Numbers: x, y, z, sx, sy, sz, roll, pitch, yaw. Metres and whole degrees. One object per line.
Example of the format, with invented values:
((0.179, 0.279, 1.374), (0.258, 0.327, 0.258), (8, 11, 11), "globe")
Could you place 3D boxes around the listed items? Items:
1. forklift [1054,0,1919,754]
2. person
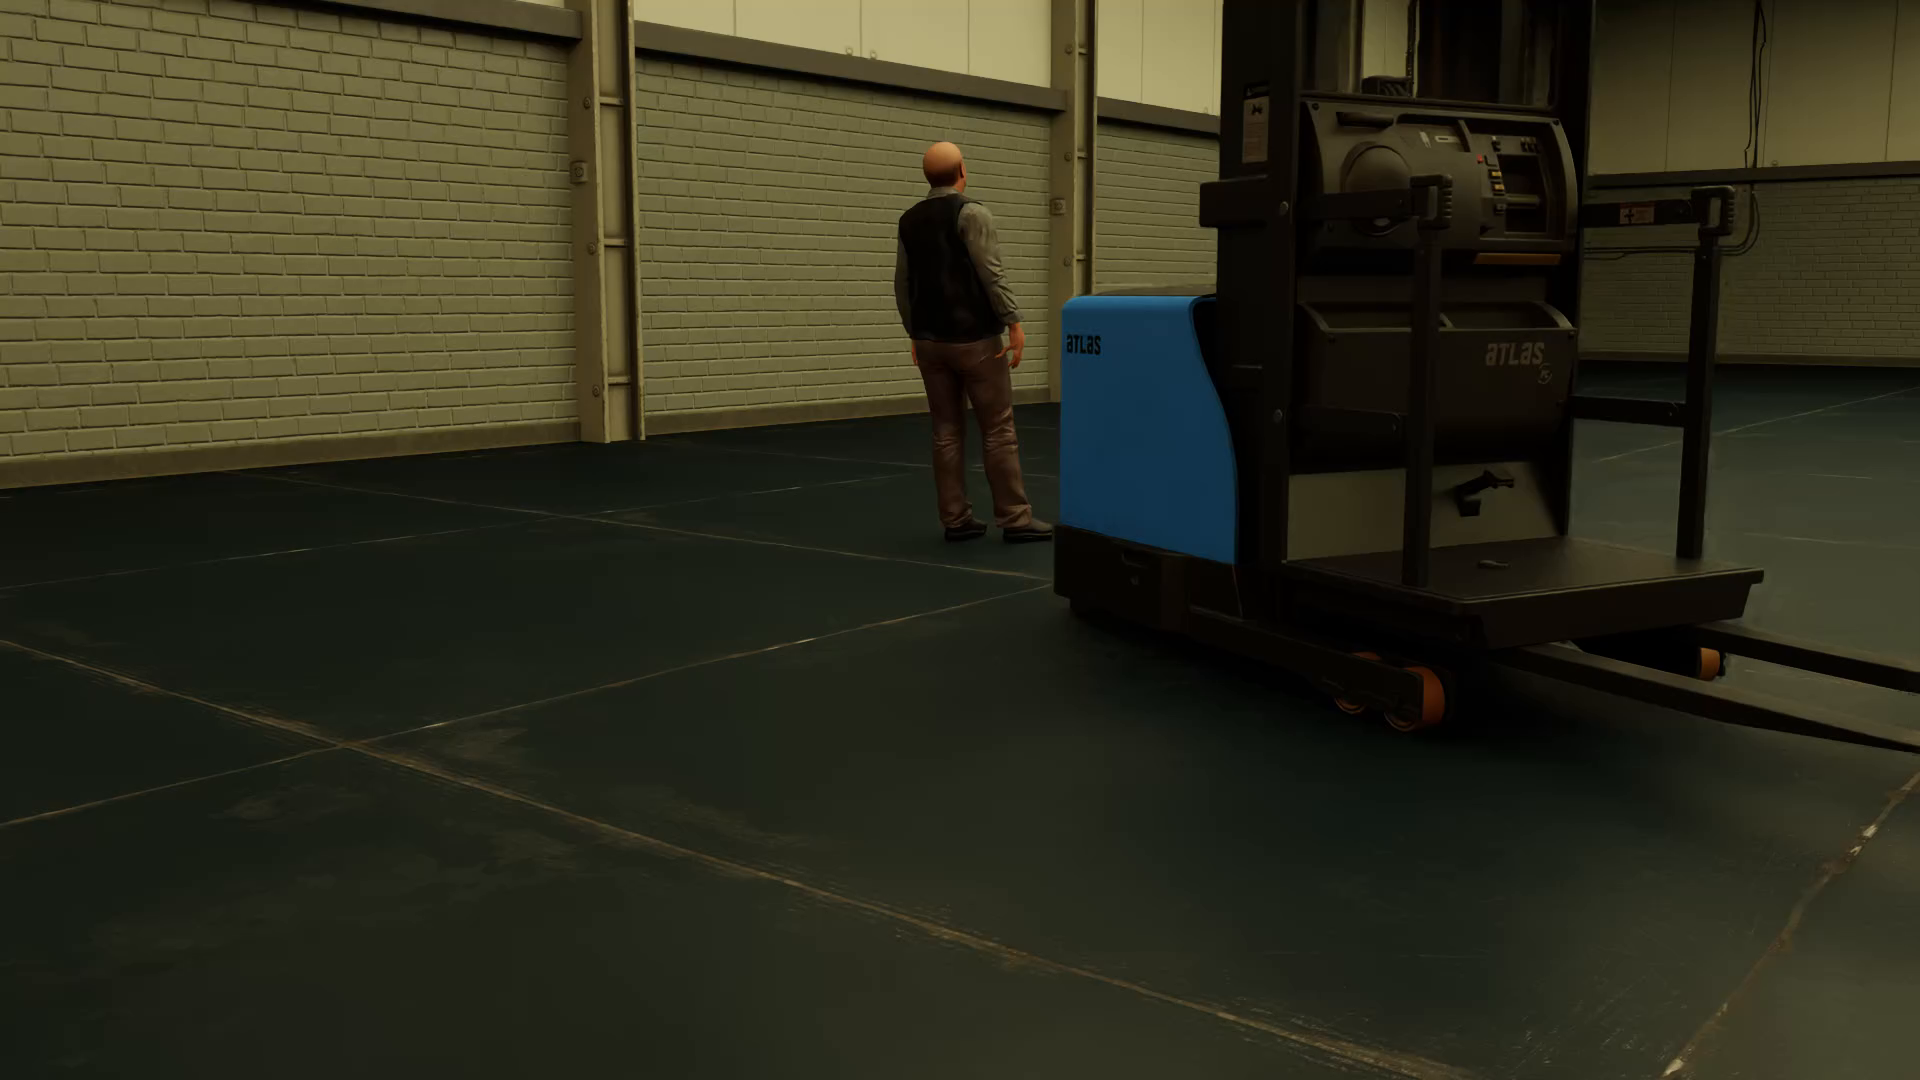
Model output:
((1.446, -1.045, 4.427), (1.130, 2.935, 3.031), (-4, 9, -27), "forklift")
((0.045, -0.865, 7.323), (0.633, 1.722, 0.566), (7, 11, 38), "person")
